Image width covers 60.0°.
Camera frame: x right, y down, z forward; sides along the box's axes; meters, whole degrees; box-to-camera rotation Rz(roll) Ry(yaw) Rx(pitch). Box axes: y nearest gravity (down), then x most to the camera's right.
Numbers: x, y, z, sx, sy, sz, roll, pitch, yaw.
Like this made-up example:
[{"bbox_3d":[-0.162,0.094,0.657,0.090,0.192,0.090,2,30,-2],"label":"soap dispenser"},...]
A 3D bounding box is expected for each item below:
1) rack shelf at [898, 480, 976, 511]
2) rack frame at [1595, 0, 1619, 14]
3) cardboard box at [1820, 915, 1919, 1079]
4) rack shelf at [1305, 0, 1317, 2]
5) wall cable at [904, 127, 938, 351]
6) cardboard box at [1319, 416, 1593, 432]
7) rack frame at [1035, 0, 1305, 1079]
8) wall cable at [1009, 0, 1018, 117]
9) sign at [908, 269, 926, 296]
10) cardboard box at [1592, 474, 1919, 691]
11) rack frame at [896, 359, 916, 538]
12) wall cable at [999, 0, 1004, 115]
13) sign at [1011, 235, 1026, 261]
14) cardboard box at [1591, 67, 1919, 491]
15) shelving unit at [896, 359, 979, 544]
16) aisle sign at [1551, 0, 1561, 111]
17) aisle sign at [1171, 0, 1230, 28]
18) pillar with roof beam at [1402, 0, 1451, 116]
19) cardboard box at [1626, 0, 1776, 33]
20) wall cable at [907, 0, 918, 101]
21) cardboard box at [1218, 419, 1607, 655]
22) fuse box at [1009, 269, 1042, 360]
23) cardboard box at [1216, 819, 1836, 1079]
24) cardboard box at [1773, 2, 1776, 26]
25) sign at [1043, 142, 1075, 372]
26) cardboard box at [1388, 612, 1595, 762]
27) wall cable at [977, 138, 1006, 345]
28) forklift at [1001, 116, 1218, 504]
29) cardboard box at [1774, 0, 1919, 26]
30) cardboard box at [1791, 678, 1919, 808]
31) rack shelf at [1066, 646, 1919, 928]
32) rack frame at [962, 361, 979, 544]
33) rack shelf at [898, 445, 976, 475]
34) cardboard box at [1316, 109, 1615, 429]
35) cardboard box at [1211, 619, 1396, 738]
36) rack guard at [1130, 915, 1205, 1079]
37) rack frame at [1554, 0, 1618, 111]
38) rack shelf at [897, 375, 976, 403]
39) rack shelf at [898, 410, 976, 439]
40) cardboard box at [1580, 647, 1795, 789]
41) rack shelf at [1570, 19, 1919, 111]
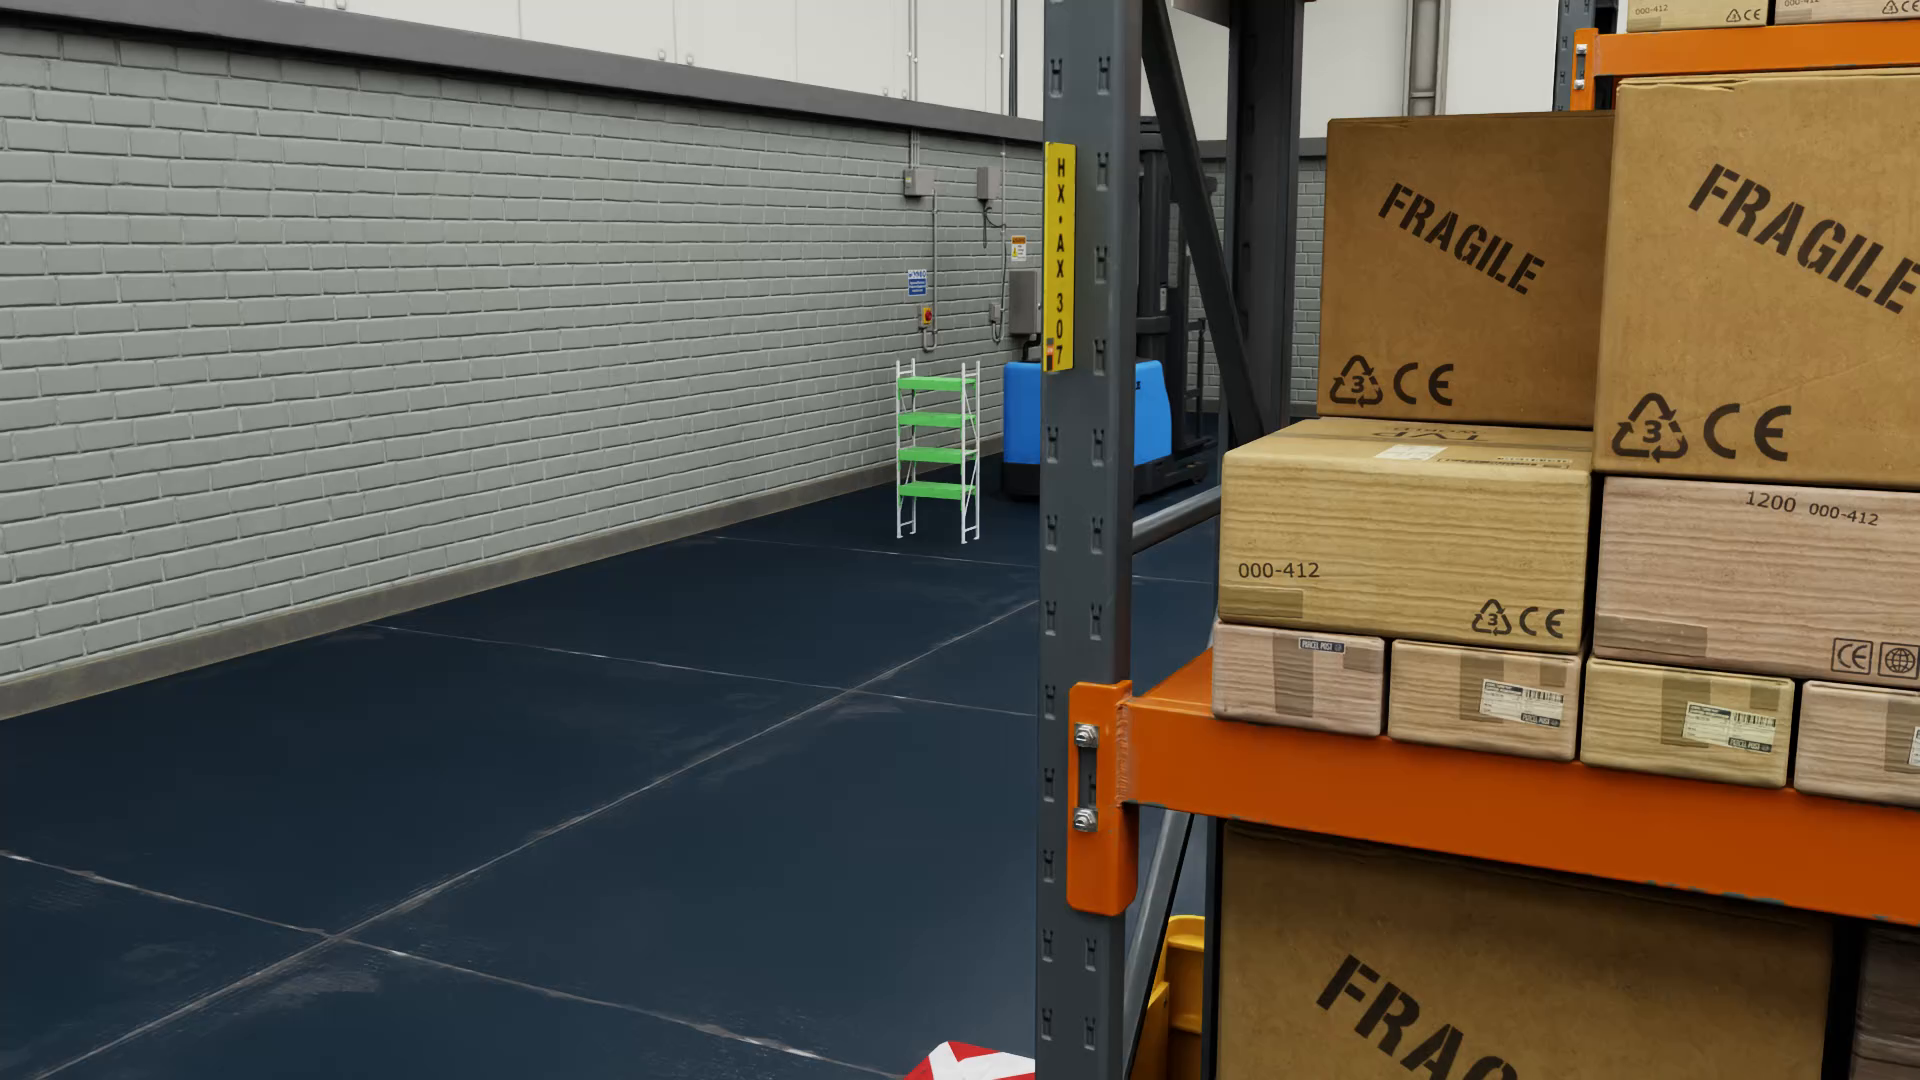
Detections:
[{"bbox_3d":[-0.148,-0.304,11.250,0.480,0.148,0.258,5,11,26],"label":"rack shelf"},{"bbox_3d":[2.681,-3.770,6.791,0.127,3.000,1.000,5,11,26],"label":"rack frame"},{"bbox_3d":[1.821,0.915,2.540,0.875,0.875,0.875,5,11,26],"label":"cardboard box"},{"bbox_3d":[2.189,-0.998,1.919,4.000,0.370,1.077,5,11,26],"label":"rack shelf"},{"bbox_3d":[-0.286,-2.572,14.079,0.123,1.953,0.585,5,11,26],"label":"wall cable"},{"bbox_3d":[0.948,-0.110,3.003,0.500,0.250,0.500,5,11,25],"label":"cardboard box"},{"bbox_3d":[0.397,-0.034,2.996,0.053,2.616,0.949,5,11,26],"label":"rack frame"},{"bbox_3d":[1.157,-5.552,16.533,0.133,3.039,2.988,5,11,26],"label":"wall cable"},{"bbox_3d":[-0.363,-2.187,14.132,0.001,0.218,0.327,5,11,26],"label":"sign"},{"bbox_3d":[1.176,0.015,2.312,0.500,0.250,0.500,5,11,25],"label":"cardboard box"},{"bbox_3d":[-0.367,-0.623,11.302,0.015,1.200,0.240,5,11,26],"label":"rack frame"},{"bbox_3d":[-0.110,-5.091,14.094,0.029,3.000,2.355,5,11,26],"label":"wall cable"},{"bbox_3d":[0.564,-2.795,15.930,0.001,0.242,0.339,5,11,26],"label":"sign"},{"bbox_3d":[1.155,-0.355,2.248,0.500,0.500,0.500,5,11,24],"label":"cardboard box"},{"bbox_3d":[-0.148,-0.603,11.195,0.503,1.200,0.258,5,11,26],"label":"shelving unit"},{"bbox_3d":[2.483,-2.055,6.861,0.004,0.787,0.394,5,11,26],"label":"aisle sign"},{"bbox_3d":[0.464,-1.366,3.057,0.004,0.787,0.394,5,11,26],"label":"aisle sign"},{"bbox_3d":[3.050,-5.030,13.756,0.400,9.000,9.100,5,11,26],"label":"pillar with roof beam"},{"bbox_3d":[2.971,-2.144,6.651,0.500,0.250,0.500,5,12,28],"label":"cardboard box"},{"bbox_3d":[-0.445,-4.972,13.432,0.029,3.000,0.463,5,11,26],"label":"wall cable"},{"bbox_3d":[0.707,-0.025,2.532,0.500,0.250,0.500,5,11,24],"label":"cardboard box"},{"bbox_3d":[0.774,-1.747,16.077,0.414,1.711,0.539,5,11,26],"label":"fuse box"},{"bbox_3d":[1.005,0.843,2.937,0.875,0.875,0.875,5,11,26],"label":"cardboard box"},{"bbox_3d":[3.206,-2.226,7.107,0.500,0.250,0.500,5,11,25],"label":"cardboard box"},{"bbox_3d":[0.145,-0.410,2.422,0.005,0.325,0.100,5,11,26],"label":"sign"},{"bbox_3d":[0.799,0.191,2.459,0.250,0.149,0.380,5,11,25],"label":"cardboard box"},{"bbox_3d":[0.331,-2.784,15.339,0.122,1.984,0.588,5,11,26],"label":"wall cable"},{"bbox_3d":[1.434,-1.933,13.681,1.130,2.935,3.031,5,11,26],"label":"forklift"},{"bbox_3d":[3.441,-2.102,6.418,0.500,0.250,0.500,5,12,28],"label":"cardboard box"},{"bbox_3d":[1.263,0.231,2.235,0.250,0.149,0.380,5,11,25],"label":"cardboard box"},{"bbox_3d":[2.189,0.478,2.186,4.000,0.370,1.077,5,11,26],"label":"rack shelf"},{"bbox_3d":[0.070,-0.584,11.089,0.015,1.200,0.240,5,11,26],"label":"rack frame"},{"bbox_3d":[-0.148,-0.541,11.207,0.480,0.148,0.258,5,11,26],"label":"rack shelf"},{"bbox_3d":[0.949,-0.479,2.933,0.500,0.500,0.500,5,11,27],"label":"cardboard box"},{"bbox_3d":[0.568,0.171,2.569,0.250,0.149,0.380,5,11,26],"label":"cardboard box"},{"bbox_3d":[0.374,1.195,3.226,0.348,0.500,1.175,5,11,26],"label":"rack guard"},{"bbox_3d":[2.681,-0.818,7.326,0.127,3.000,1.000,5,11,26],"label":"rack frame"},{"bbox_3d":[-0.148,-1.013,11.121,0.480,0.148,0.258,5,11,26],"label":"rack shelf"},{"bbox_3d":[-0.148,-0.777,11.164,0.480,0.148,0.258,5,11,26],"label":"rack shelf"},{"bbox_3d":[1.029,0.211,2.348,0.250,0.149,0.380,5,11,24],"label":"cardboard box"},{"bbox_3d":[4.475,-1.782,6.252,4.000,0.370,1.077,5,11,26],"label":"rack shelf"}]
